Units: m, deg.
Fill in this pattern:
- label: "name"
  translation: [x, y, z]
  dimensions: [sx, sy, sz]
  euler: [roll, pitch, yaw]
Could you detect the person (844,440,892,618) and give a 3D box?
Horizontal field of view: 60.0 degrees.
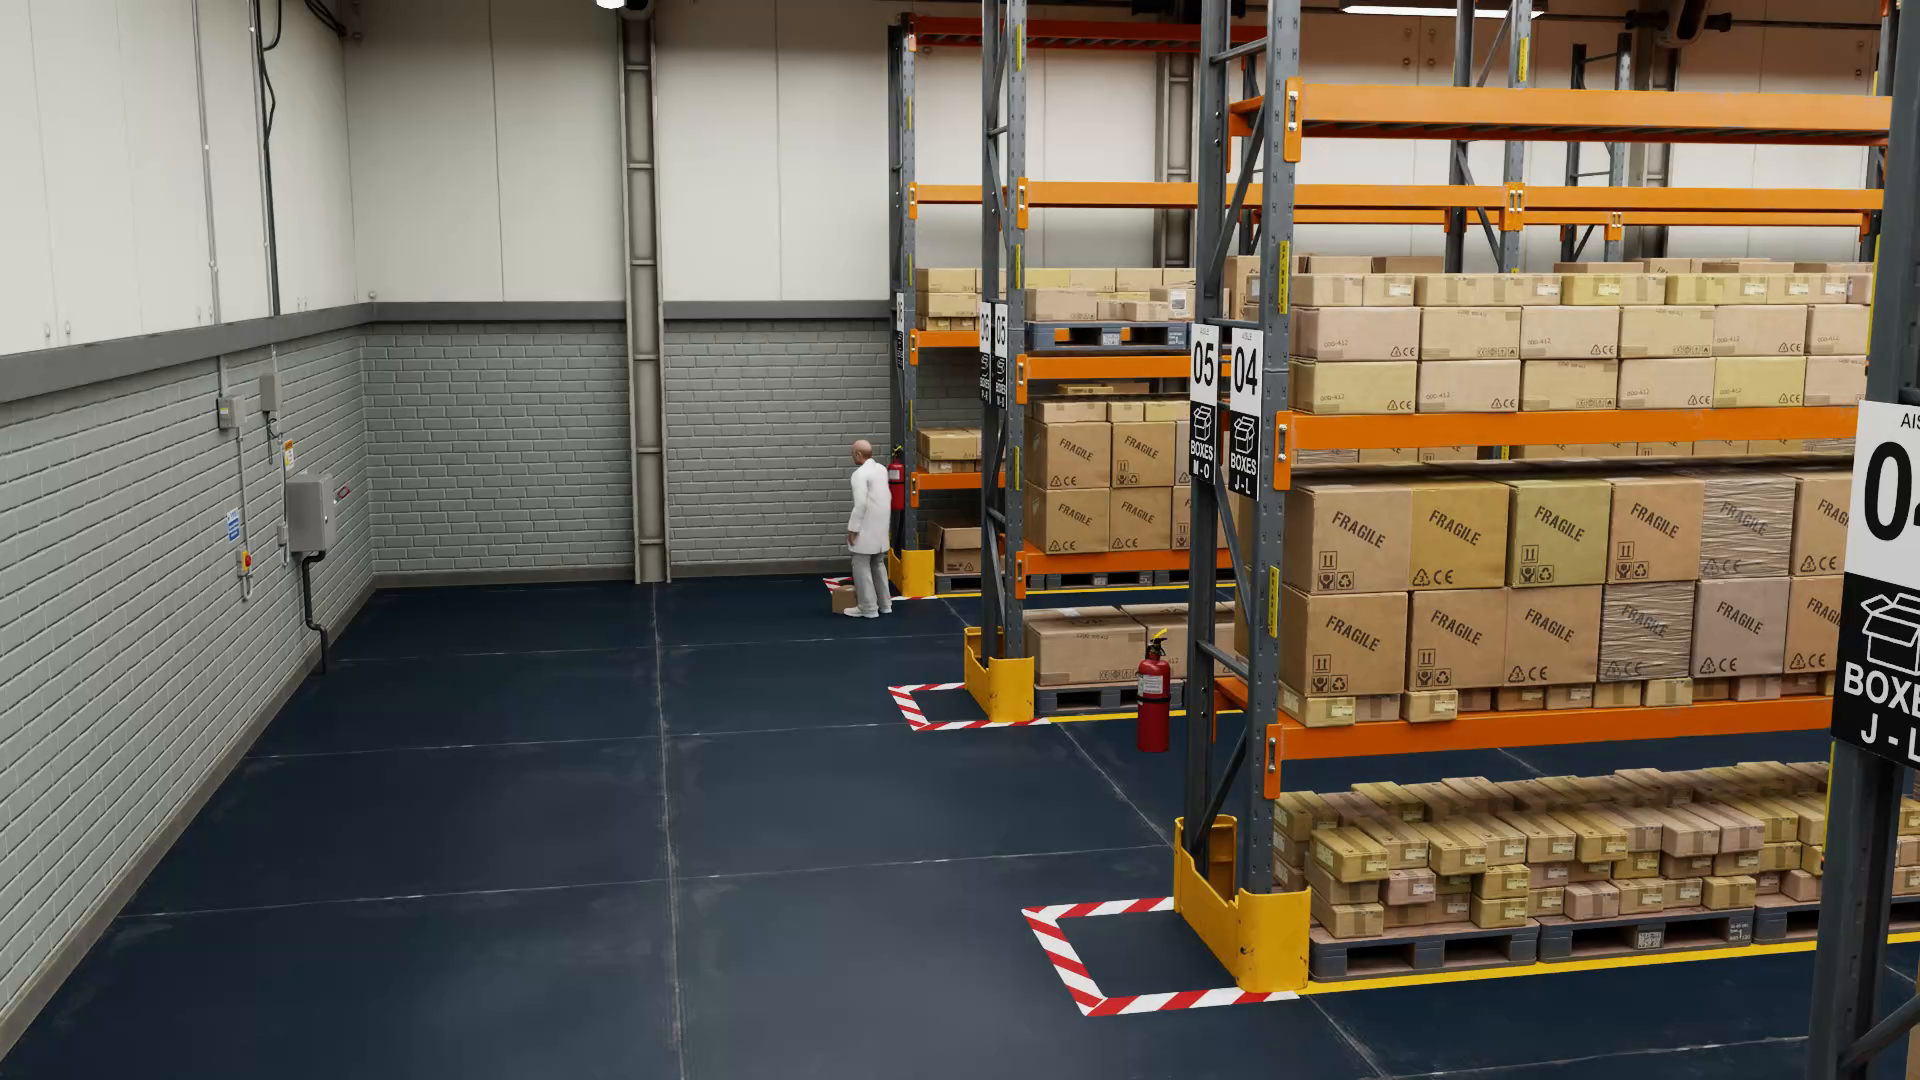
- label: "person"
  translation: [-0.921, -0.119, 16.646]
  dimensions: [0.424, 1.774, 0.653]
  euler: [5, 11, 29]
